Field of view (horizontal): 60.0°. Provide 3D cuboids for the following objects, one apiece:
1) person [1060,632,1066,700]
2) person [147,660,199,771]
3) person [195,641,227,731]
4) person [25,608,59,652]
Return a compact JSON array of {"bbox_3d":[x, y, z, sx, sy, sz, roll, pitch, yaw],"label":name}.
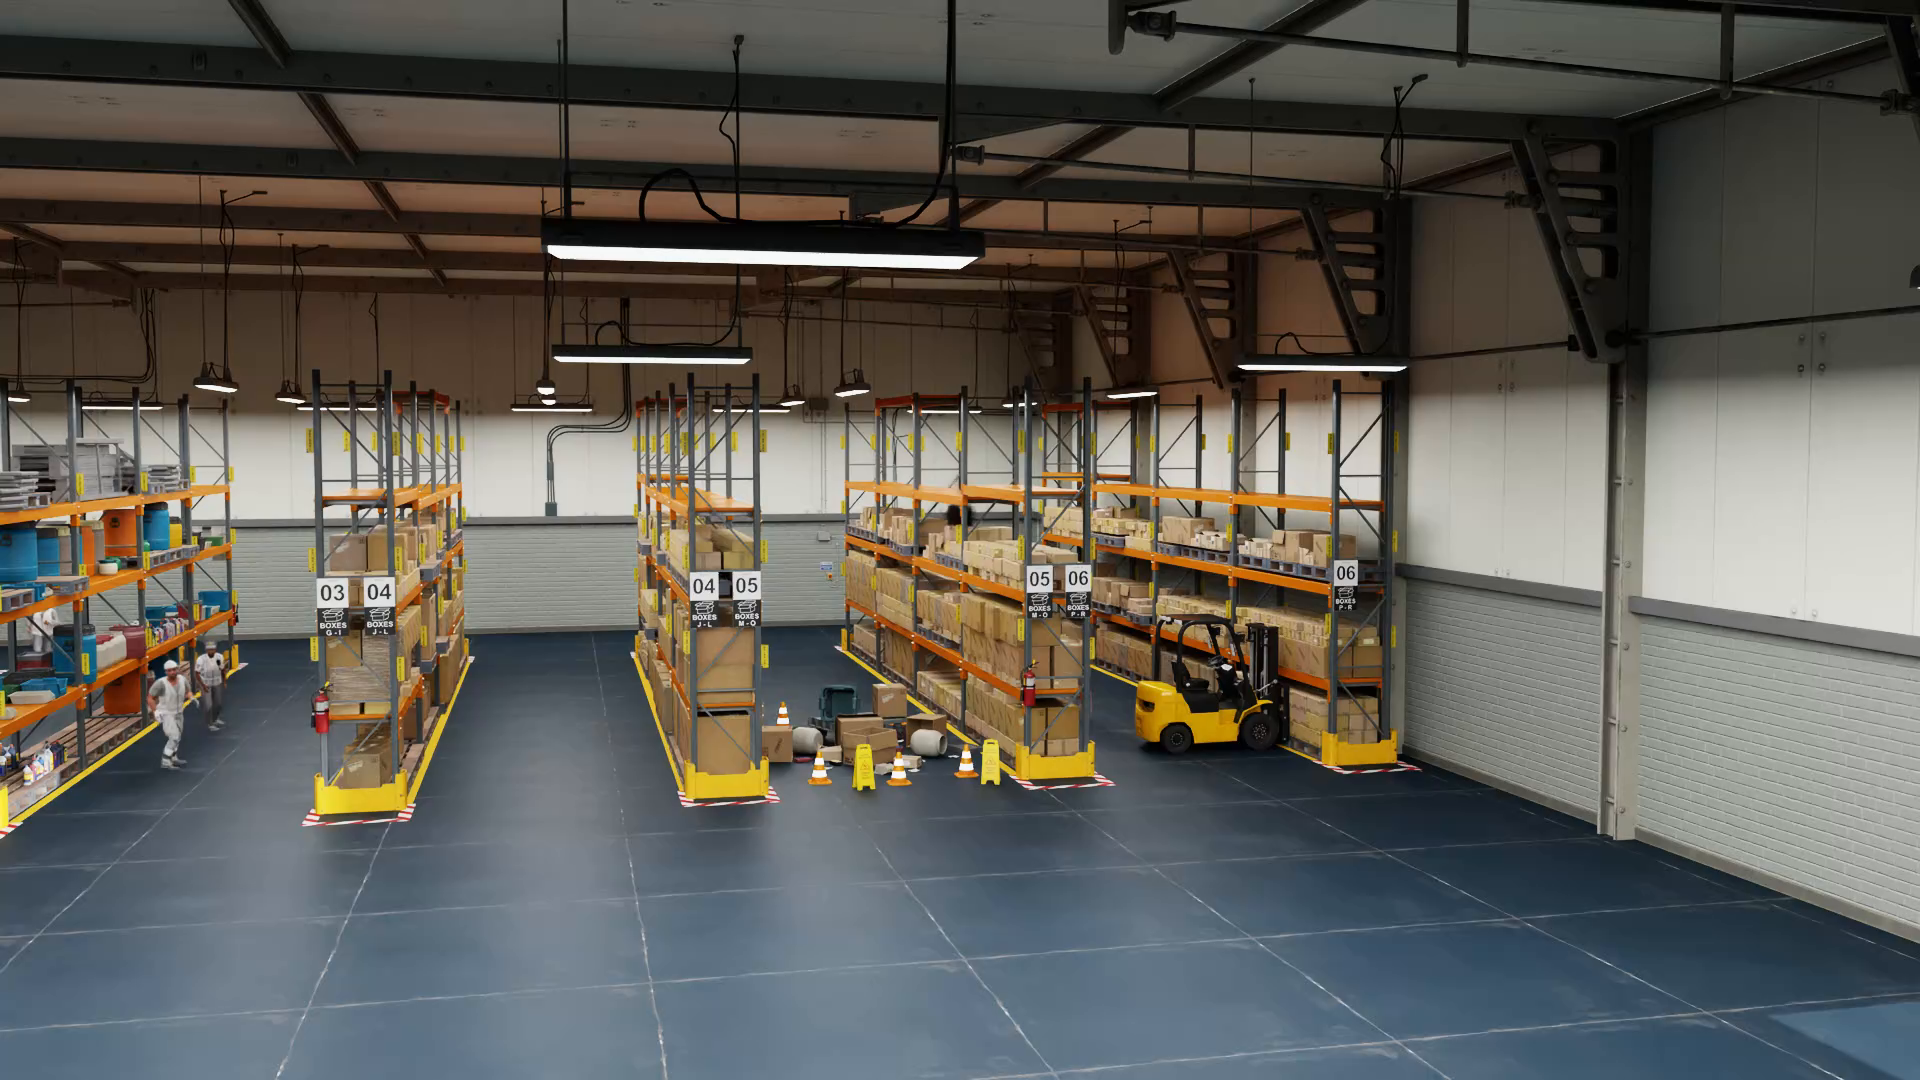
[{"bbox_3d":[1.794,2.343,31.657,0.576,1.640,0.903,-1,3,-16],"label":"person"},{"bbox_3d":[-12.092,2.682,25.624,0.795,1.717,0.678,1,3,19],"label":"person"},{"bbox_3d":[-13.106,2.538,29.069,0.572,1.611,0.763,-3,5,-44],"label":"person"},{"bbox_3d":[-19.758,2.055,35.809,0.638,1.800,0.721,-2,4,-29],"label":"person"}]
